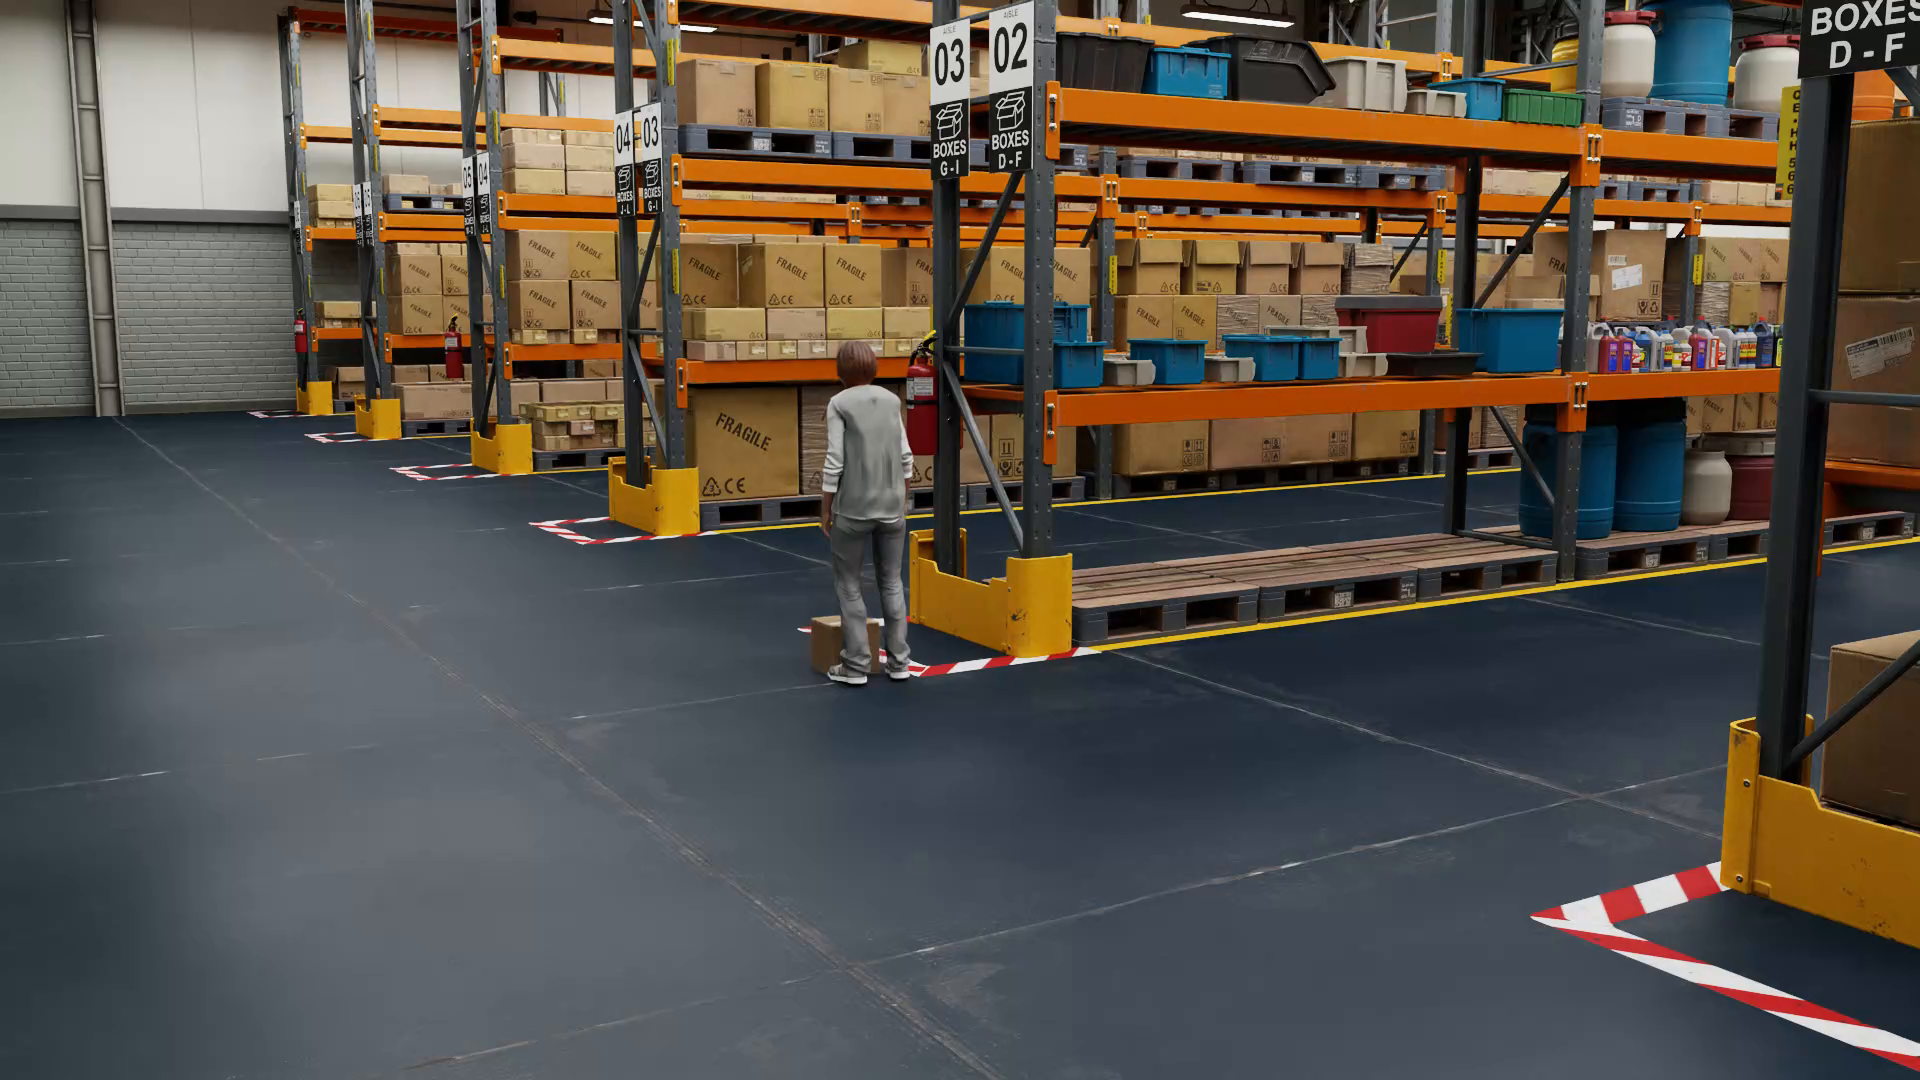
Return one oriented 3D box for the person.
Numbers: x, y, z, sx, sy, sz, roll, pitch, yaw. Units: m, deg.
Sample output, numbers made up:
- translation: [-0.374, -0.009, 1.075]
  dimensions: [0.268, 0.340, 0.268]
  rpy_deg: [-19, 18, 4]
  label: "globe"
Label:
- translation: [-0.435, -0.125, 7.731]
  dimensions: [0.461, 1.590, 0.319]
  rpy_deg: [-5, 10, -29]
  label: "person"
